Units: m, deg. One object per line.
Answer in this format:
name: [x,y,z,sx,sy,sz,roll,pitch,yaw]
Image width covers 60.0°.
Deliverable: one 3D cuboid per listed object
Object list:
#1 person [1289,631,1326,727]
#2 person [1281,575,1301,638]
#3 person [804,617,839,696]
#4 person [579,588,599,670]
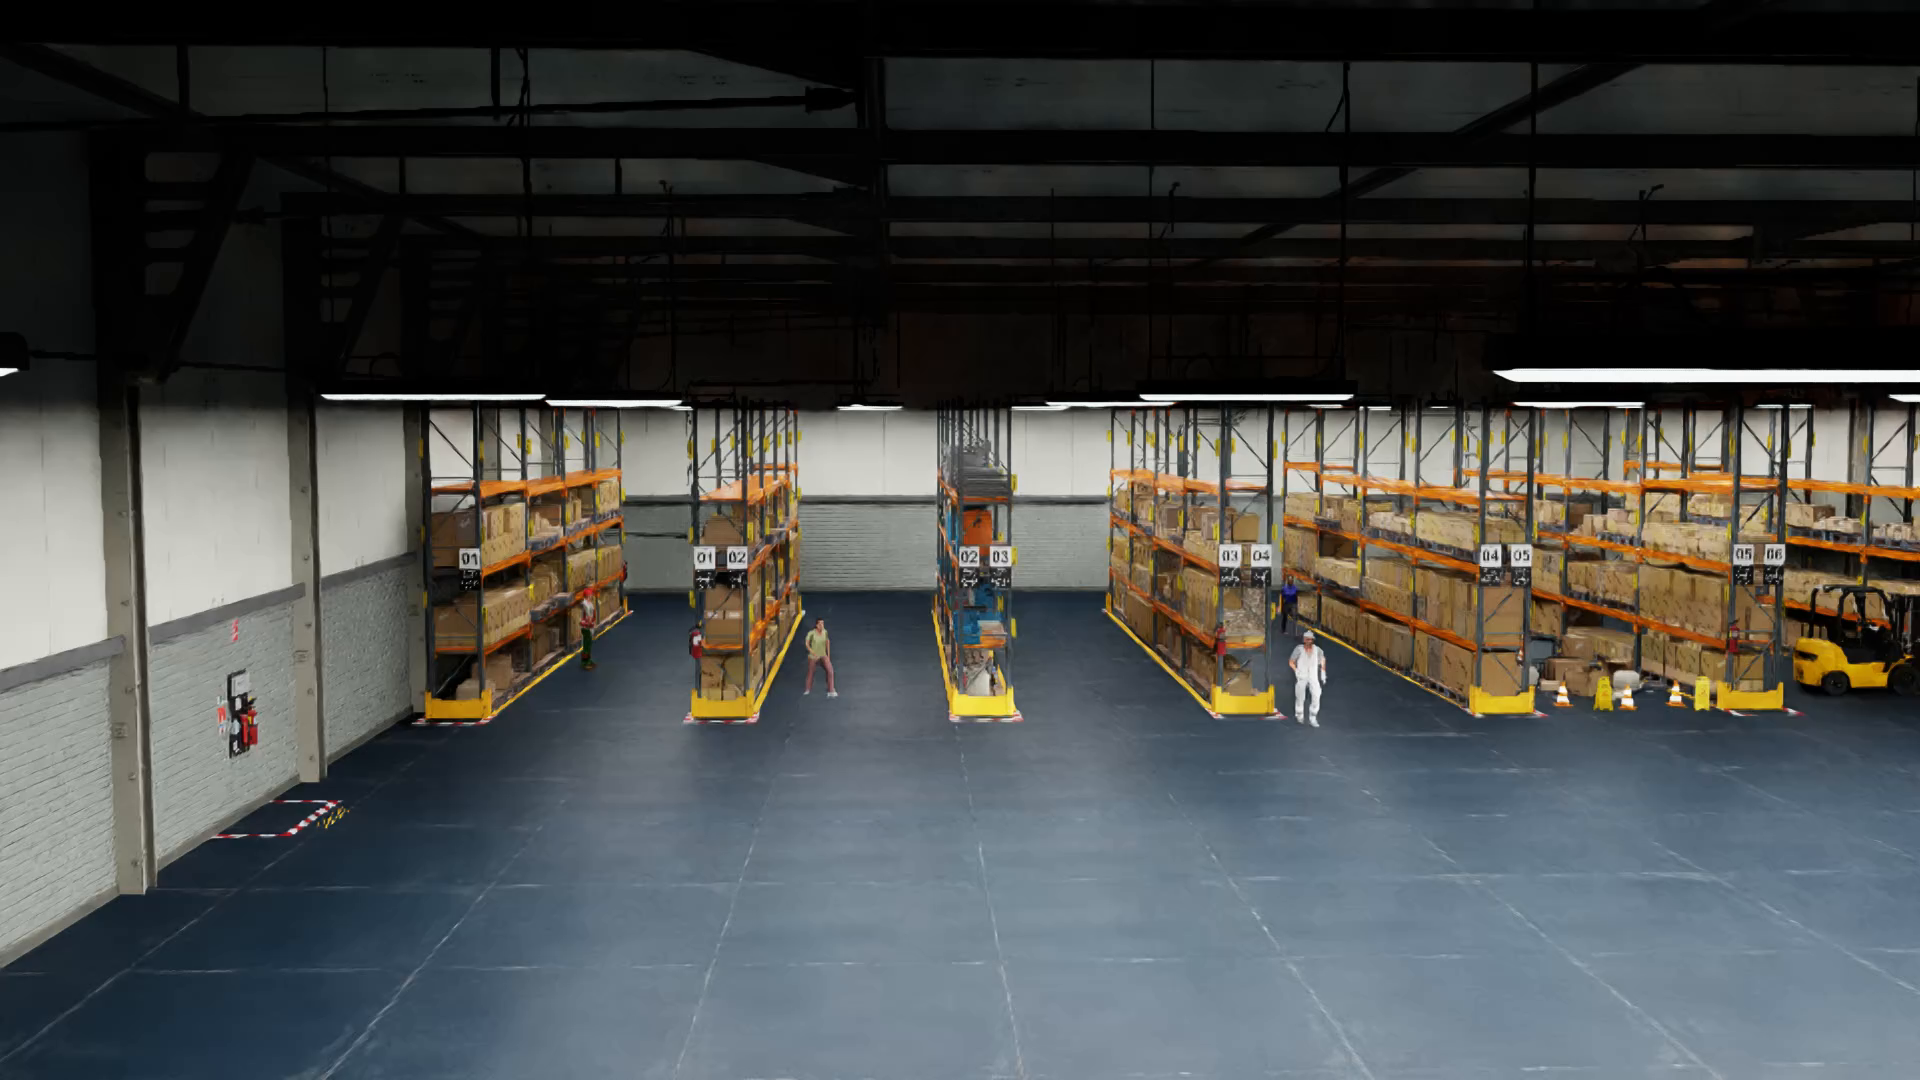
person: [6.363,2.512,30.344,0.711,1.751,0.680,0,4,2]
person: [8.347,1.666,42.140,0.447,1.574,1.088,0,4,0]
person: [-2.832,2.333,33.378,0.616,1.606,0.802,-2,5,-21]
person: [-8.230,1.953,36.979,0.468,1.794,0.625,-2,5,-26]
